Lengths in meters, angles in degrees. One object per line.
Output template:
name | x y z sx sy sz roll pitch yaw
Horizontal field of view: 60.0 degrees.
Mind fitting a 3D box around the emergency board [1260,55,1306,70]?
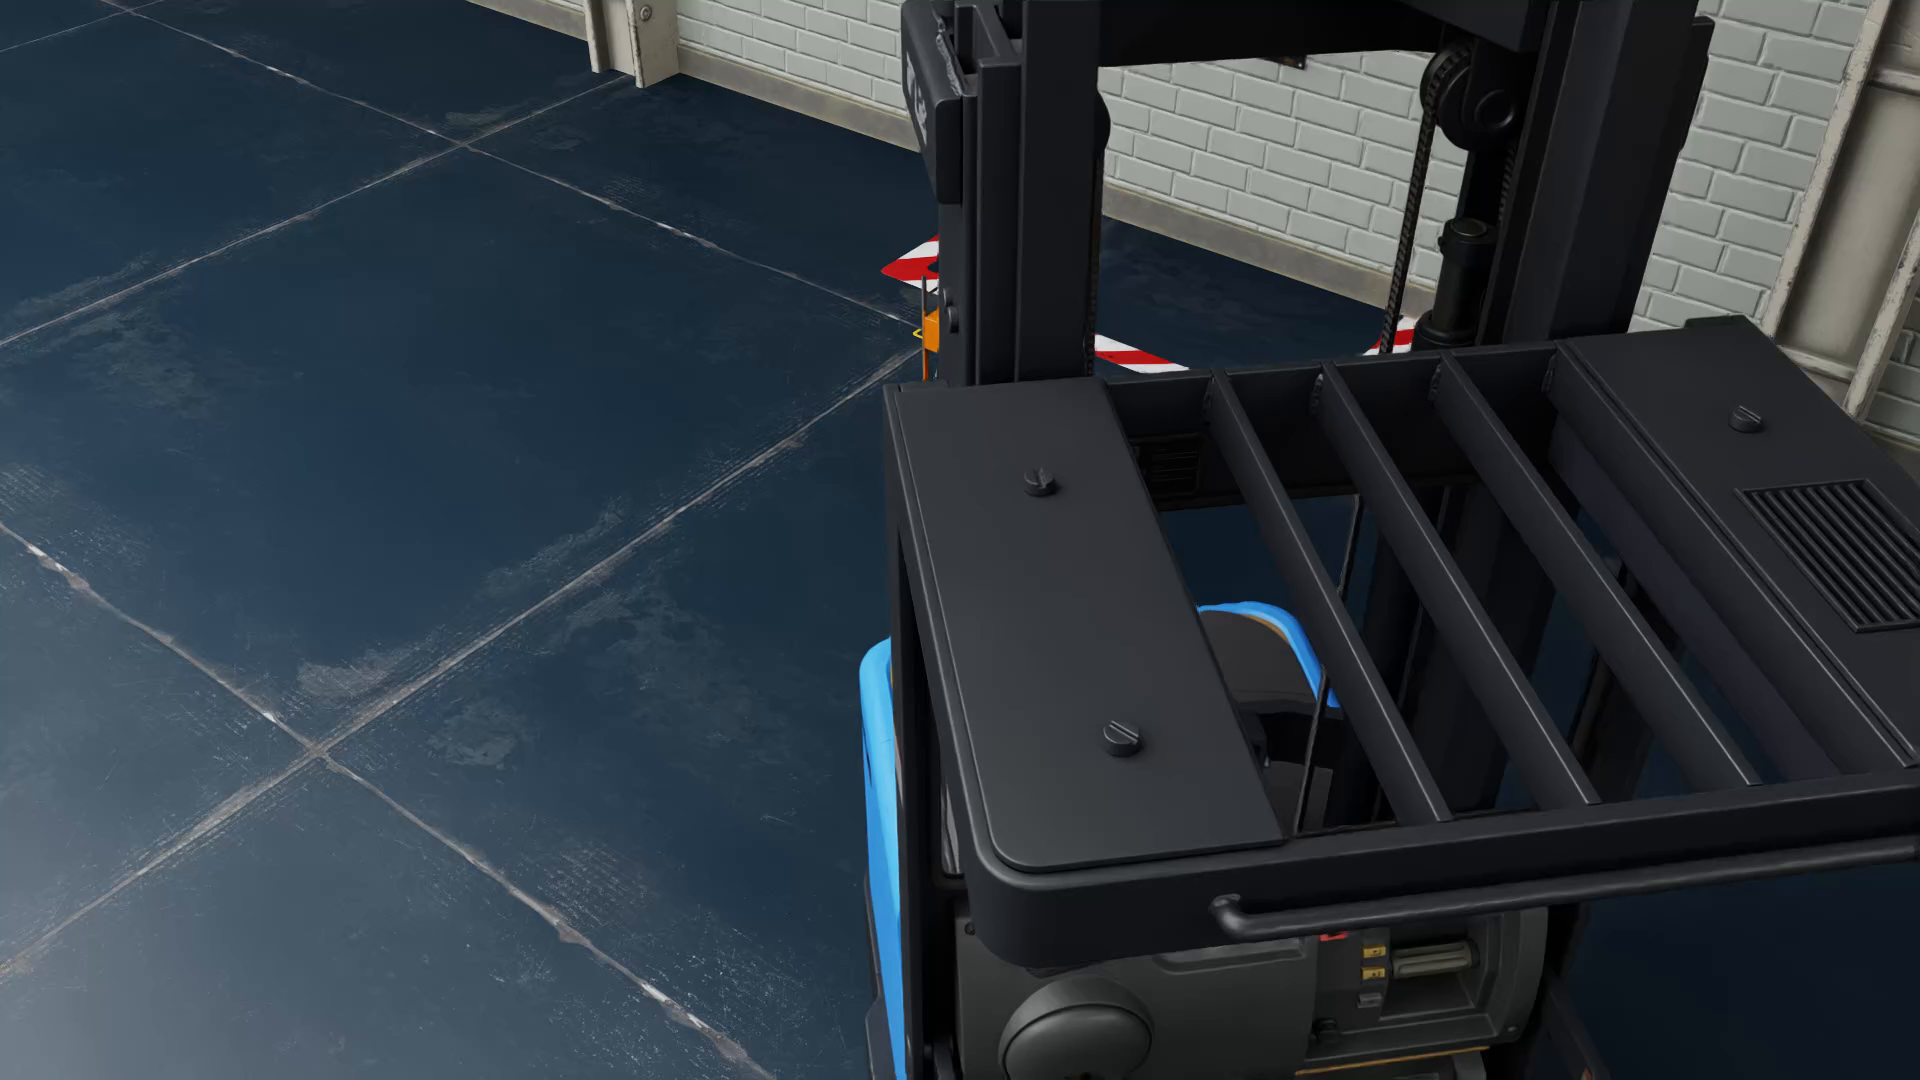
emergency board | 1.083 -2.419 6.406 0.643 1.169 0.194 25 45 29

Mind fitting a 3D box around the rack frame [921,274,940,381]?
rack frame | -0.054 -0.439 5.459 0.008 1.050 0.200 25 45 29

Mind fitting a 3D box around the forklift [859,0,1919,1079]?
forklift | 0.490 0.762 2.399 1.130 2.935 3.031 -5 38 -7

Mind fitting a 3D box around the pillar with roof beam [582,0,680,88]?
pillar with roof beam | -4.359 -3.976 3.529 0.400 9.000 9.100 25 45 29

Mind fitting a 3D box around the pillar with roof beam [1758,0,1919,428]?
pillar with roof beam | 0.407 -1.729 0.658 0.400 9.000 9.100 25 45 29

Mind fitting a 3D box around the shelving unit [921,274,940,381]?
shelving unit | 0.043 -0.393 5.401 0.252 1.050 0.215 25 45 29

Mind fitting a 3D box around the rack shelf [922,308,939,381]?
rack shelf | 0.043 -0.608 5.232 0.240 0.259 0.215 25 45 29
